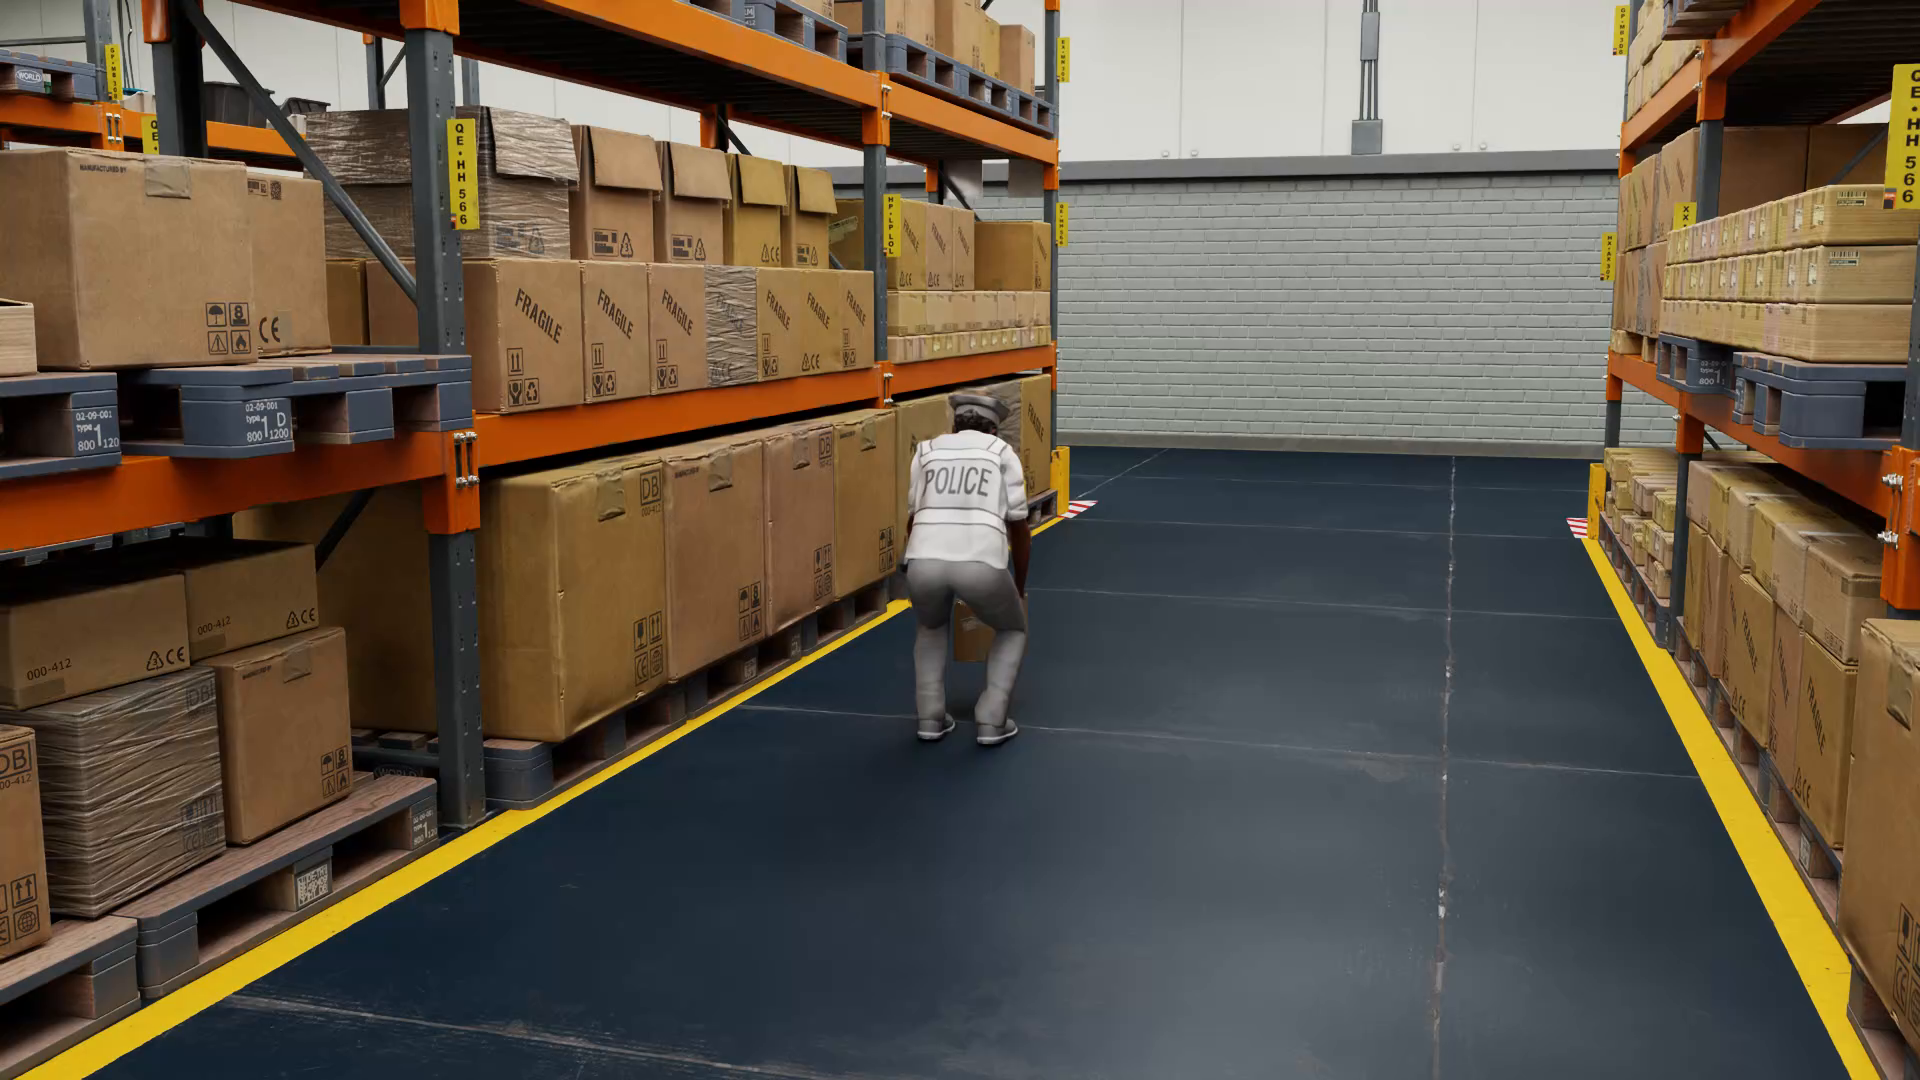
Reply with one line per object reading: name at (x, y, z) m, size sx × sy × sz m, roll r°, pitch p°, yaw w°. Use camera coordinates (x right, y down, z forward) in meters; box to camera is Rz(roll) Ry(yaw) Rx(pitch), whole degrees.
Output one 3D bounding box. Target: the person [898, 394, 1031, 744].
person at (0.006, 0.102, 6.397) m, size 0.499 × 1.305 × 0.753 m, roll 2°, pitch 9°, yaw 16°
